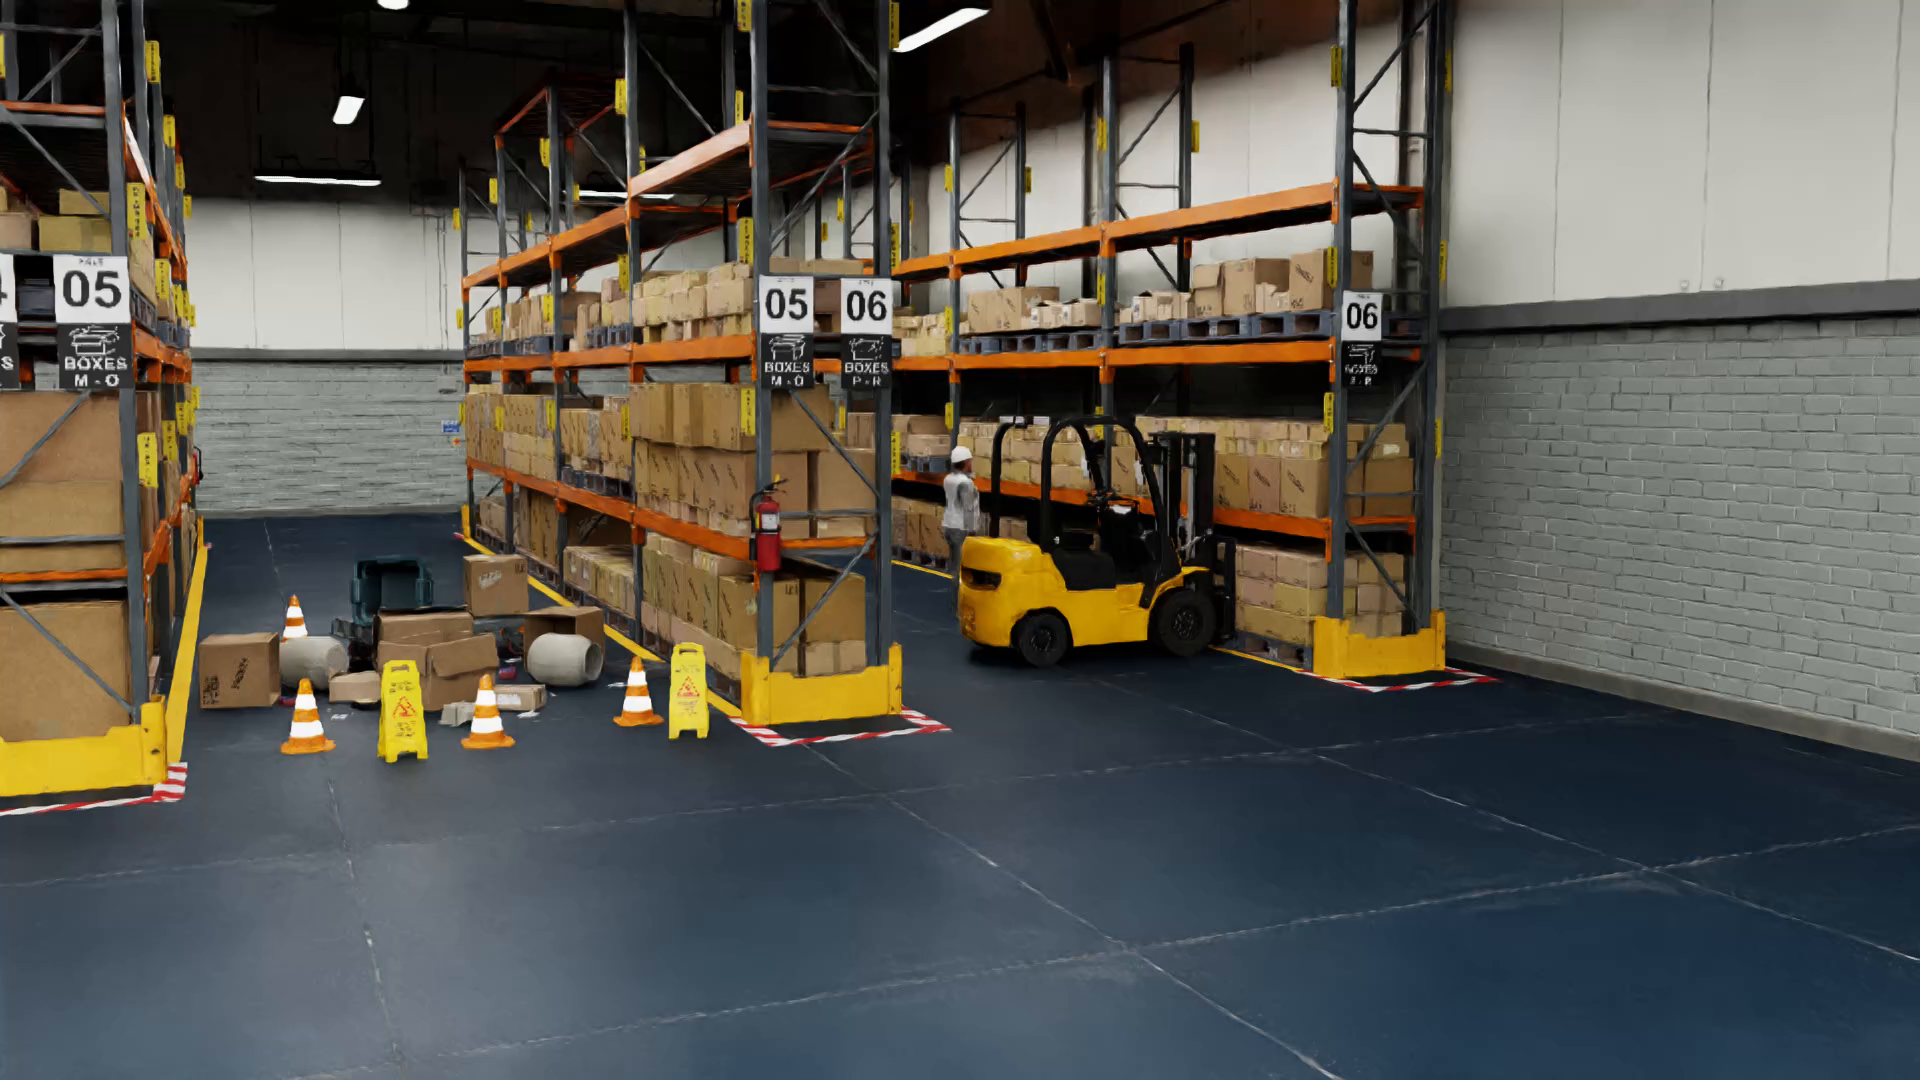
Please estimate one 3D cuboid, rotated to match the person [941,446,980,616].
[{"bbox_3d":[0.060,-0.095,17.434,0.441,1.772,0.619,-2,6,-23],"label":"person"}]
